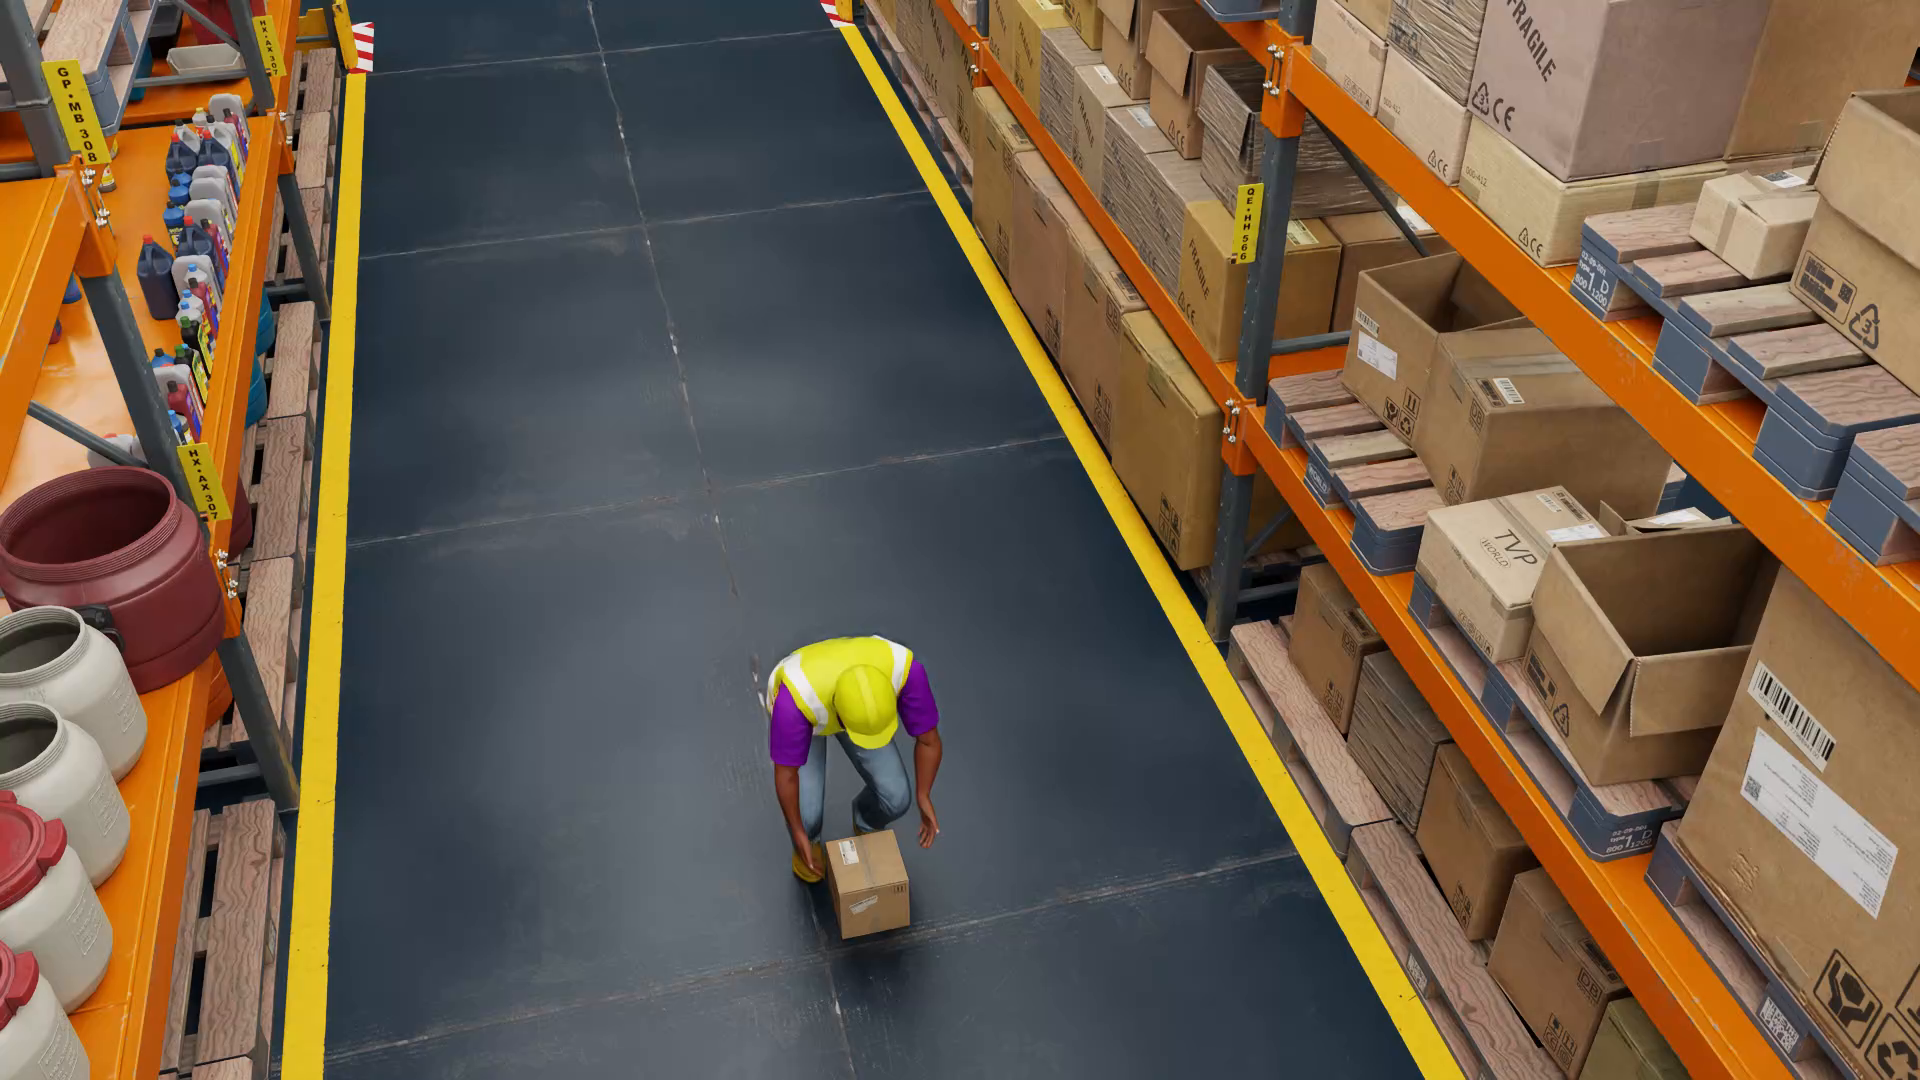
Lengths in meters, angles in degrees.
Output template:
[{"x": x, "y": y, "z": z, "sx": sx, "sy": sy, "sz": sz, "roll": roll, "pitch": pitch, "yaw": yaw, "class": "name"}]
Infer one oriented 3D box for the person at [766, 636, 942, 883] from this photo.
[{"x": -0.404, "y": 0.763, "z": 6.131, "sx": 0.626, "sy": 1.260, "sz": 0.823, "roll": -9, "pitch": 39, "yaw": -12, "class": "person"}]
